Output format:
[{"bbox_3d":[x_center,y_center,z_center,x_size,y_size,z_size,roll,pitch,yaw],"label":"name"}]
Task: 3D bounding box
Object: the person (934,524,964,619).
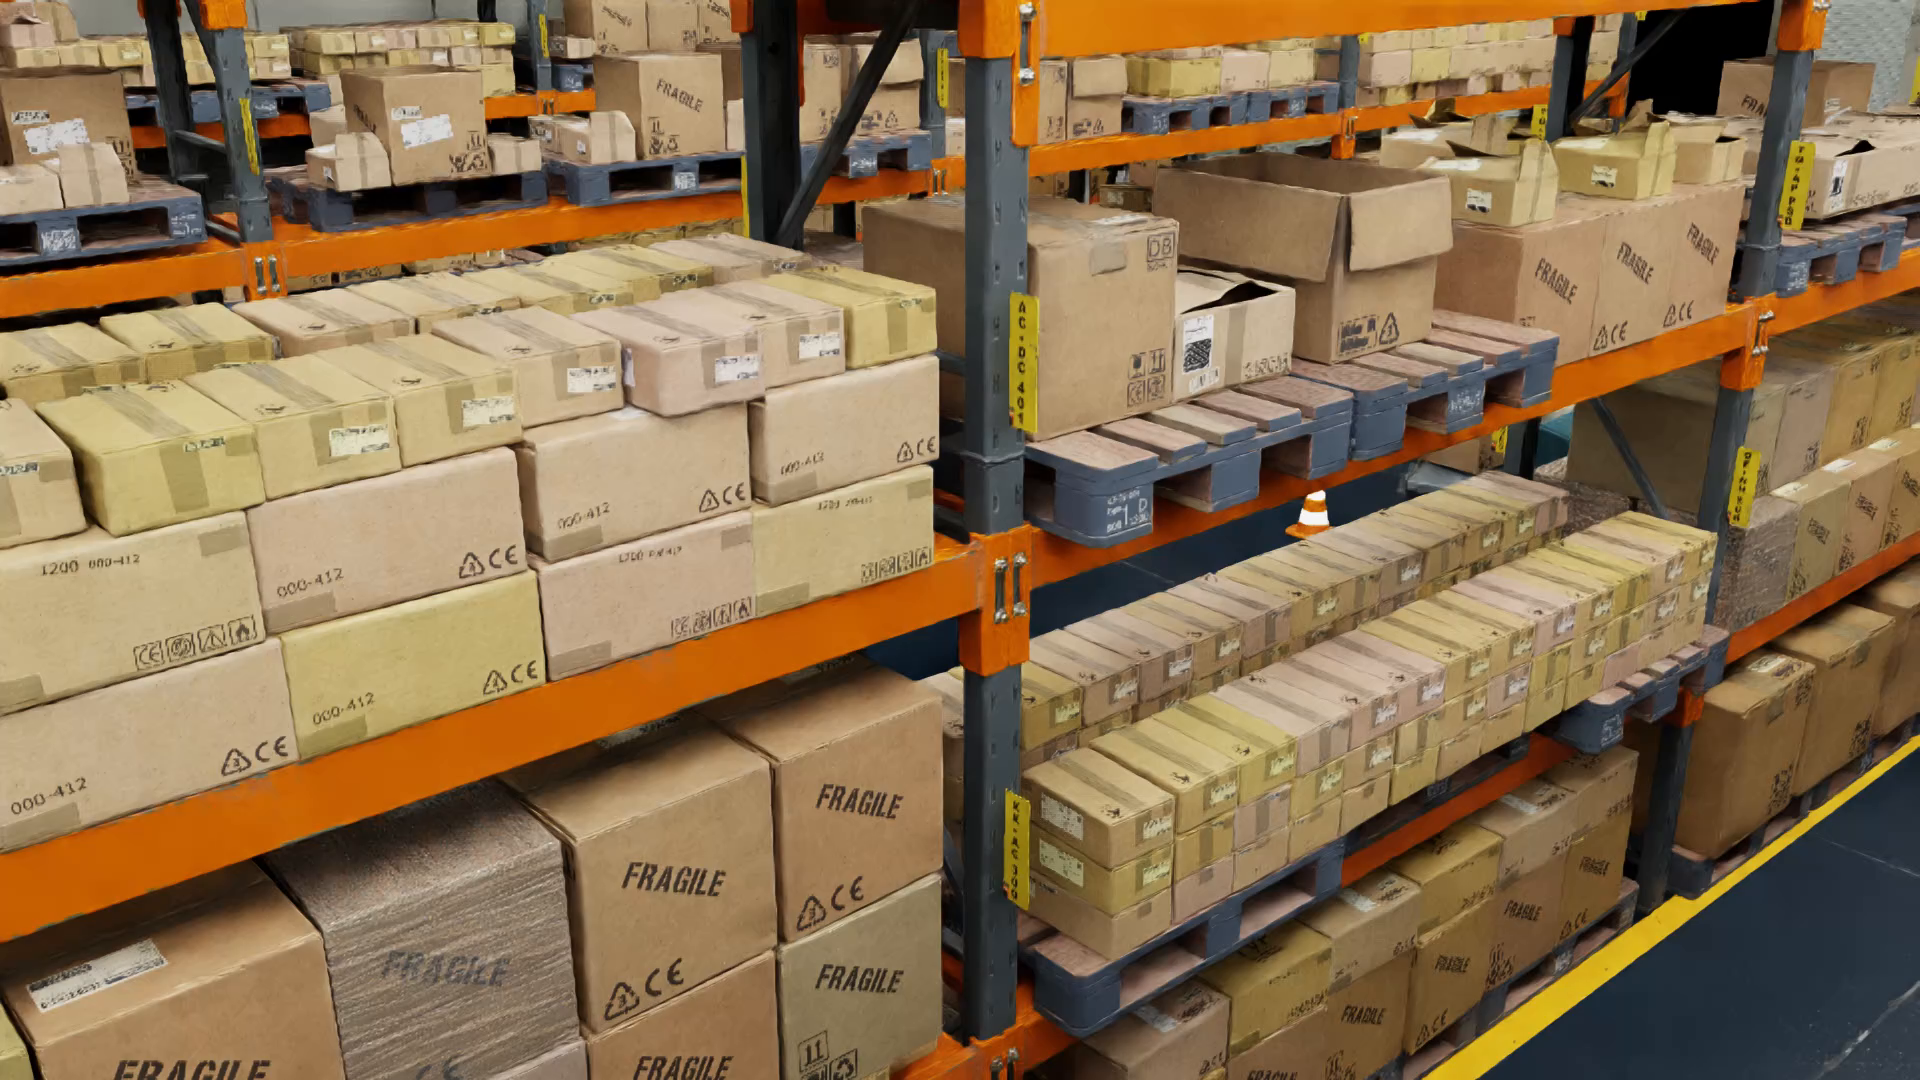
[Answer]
[{"bbox_3d":[0.005,-0.031,9.675,0.629,1.611,0.494,-3,21,-8],"label":"person"}]
